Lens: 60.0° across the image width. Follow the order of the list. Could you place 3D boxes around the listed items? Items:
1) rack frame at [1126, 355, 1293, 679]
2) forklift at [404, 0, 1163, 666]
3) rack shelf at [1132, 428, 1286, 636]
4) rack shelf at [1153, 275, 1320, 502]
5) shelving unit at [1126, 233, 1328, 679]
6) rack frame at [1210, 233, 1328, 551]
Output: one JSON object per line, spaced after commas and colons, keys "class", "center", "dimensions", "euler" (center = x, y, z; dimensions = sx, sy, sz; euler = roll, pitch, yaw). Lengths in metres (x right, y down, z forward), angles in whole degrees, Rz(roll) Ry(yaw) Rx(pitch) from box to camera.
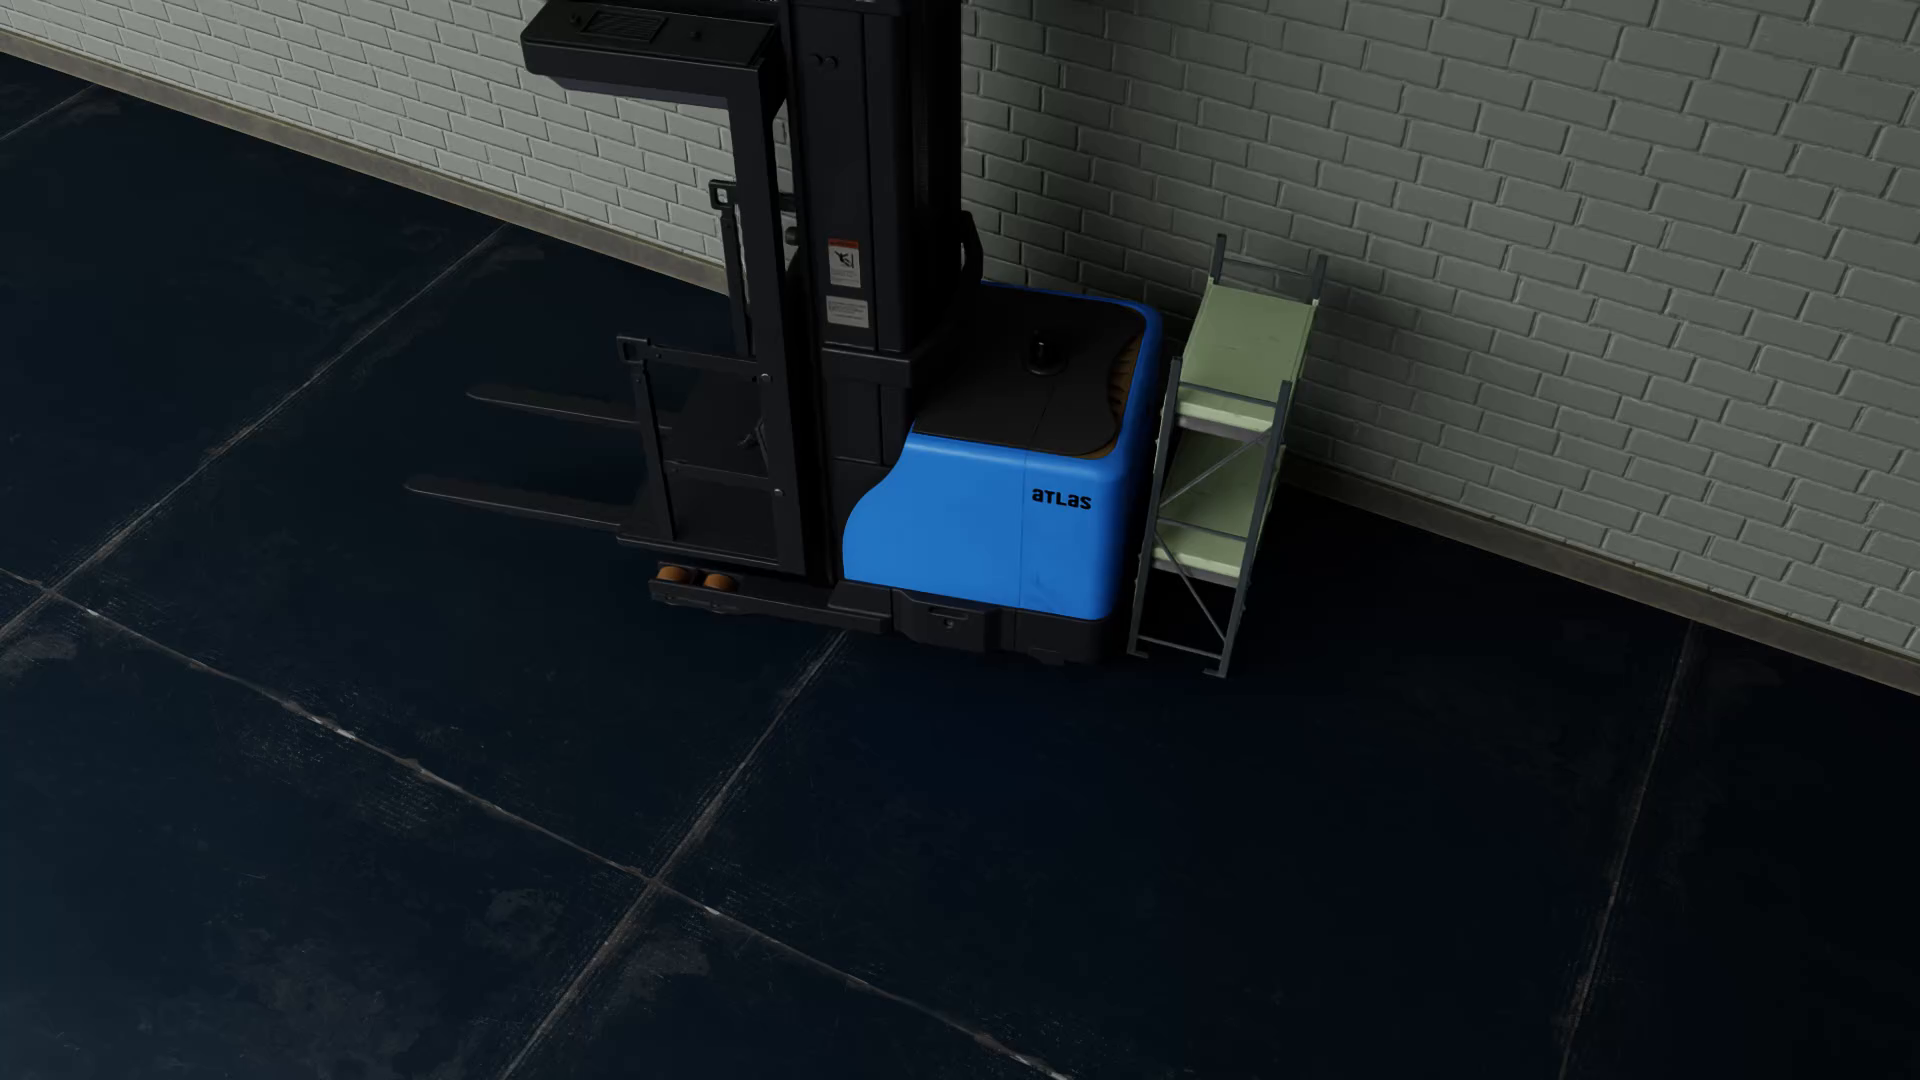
{"class": "rack frame", "center": [0.872, -0.035, 6.000], "dimensions": [0.400, 1.500, 0.023], "euler": [14, 47, 11]}
{"class": "forklift", "center": [-0.775, -1.088, 6.045], "dimensions": [3.031, 2.935, 1.130], "euler": [9, 46, 9]}
{"class": "rack shelf", "center": [0.974, -0.056, 6.479], "dimensions": [0.431, 0.370, 0.720], "euler": [14, 47, 11]}
{"class": "rack shelf", "center": [0.995, -0.554, 5.965], "dimensions": [0.431, 0.370, 0.720], "euler": [14, 47, 11]}
{"class": "shelving unit", "center": [0.984, -0.283, 6.245], "dimensions": [0.431, 1.500, 0.755], "euler": [14, 47, 11]}
{"class": "rack frame", "center": [1.096, -0.531, 6.490], "dimensions": [0.400, 1.500, 0.023], "euler": [14, 47, 11]}
